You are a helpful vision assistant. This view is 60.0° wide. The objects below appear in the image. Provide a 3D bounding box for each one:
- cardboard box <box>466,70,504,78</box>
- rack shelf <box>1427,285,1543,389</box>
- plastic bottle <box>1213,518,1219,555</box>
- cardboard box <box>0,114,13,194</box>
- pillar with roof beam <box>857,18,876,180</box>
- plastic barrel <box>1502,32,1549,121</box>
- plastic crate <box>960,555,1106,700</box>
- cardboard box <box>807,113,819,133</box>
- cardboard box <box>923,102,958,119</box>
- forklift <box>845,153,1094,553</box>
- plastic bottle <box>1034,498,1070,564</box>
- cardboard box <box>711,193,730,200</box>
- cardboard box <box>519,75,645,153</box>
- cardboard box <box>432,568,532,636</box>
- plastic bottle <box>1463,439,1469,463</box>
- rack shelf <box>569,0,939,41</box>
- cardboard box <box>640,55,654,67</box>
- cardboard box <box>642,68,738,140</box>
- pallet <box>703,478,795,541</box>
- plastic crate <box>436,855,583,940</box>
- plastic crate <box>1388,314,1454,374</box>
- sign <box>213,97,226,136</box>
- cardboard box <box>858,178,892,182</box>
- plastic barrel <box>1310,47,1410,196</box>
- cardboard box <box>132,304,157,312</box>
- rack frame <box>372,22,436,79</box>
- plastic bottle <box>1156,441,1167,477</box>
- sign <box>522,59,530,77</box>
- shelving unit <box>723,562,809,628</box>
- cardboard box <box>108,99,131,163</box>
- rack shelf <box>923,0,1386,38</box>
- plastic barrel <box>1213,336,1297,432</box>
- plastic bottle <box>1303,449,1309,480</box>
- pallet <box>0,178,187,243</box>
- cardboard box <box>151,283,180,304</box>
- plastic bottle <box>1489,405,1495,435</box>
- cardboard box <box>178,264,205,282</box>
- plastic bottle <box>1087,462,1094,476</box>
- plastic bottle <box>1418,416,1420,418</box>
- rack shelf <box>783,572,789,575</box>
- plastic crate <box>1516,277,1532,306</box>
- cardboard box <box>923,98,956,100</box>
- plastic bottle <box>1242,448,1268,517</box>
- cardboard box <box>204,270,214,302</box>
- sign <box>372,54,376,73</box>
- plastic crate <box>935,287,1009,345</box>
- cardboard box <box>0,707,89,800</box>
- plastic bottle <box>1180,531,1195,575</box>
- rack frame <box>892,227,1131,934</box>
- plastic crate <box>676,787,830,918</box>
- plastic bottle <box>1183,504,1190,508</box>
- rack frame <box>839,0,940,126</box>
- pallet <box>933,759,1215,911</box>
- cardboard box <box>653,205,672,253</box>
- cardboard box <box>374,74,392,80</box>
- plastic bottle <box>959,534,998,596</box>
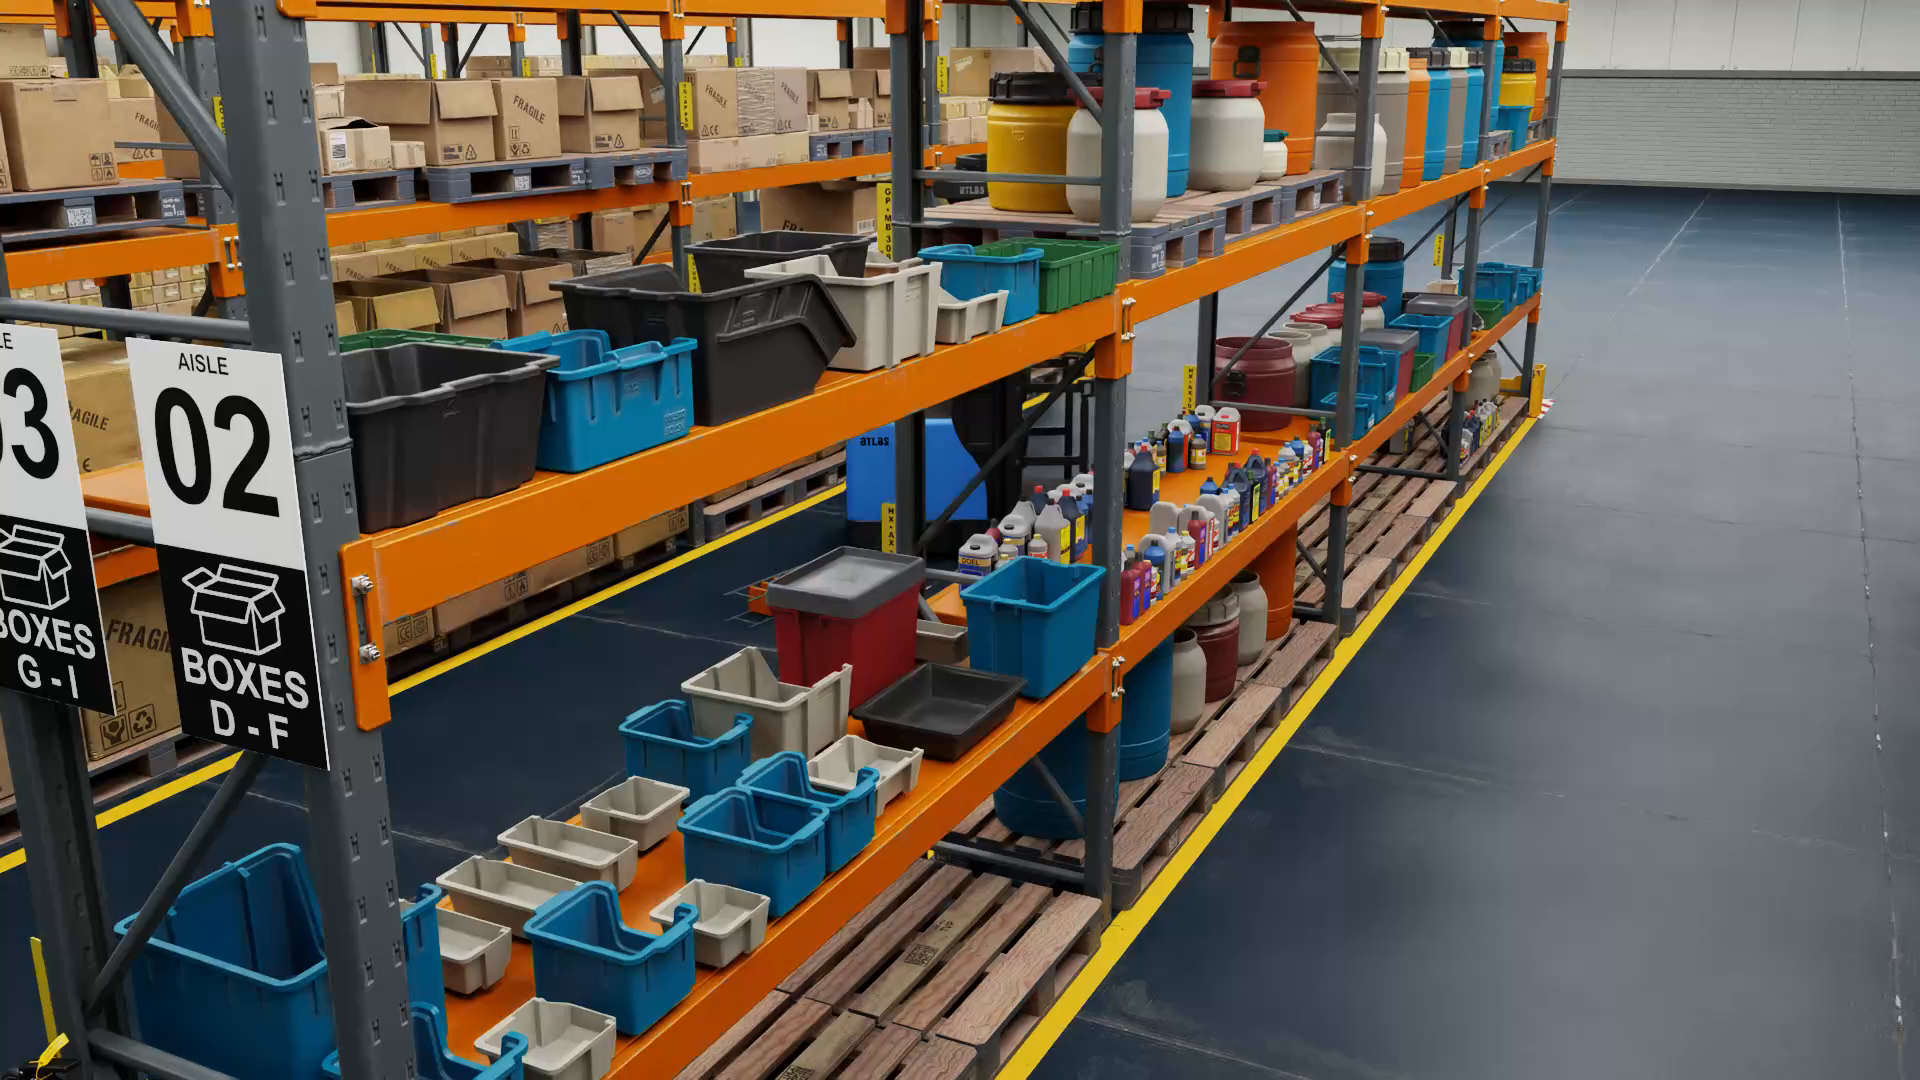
[{"bbox_3d":[-5.064,-5.040,18.284,0.500,0.250,0.500,8,18,25],"label":"cardboard box"},{"bbox_3d":[4.663,-2.002,15.759,1.077,0.370,4.000,8,18,25],"label":"rack shelf"},{"bbox_3d":[1.232,-0.035,8.224,0.097,0.201,0.097,0,17,0],"label":"plastic bottle"},{"bbox_3d":[-4.777,-1.821,7.530,0.700,0.500,0.500,9,19,28],"label":"cardboard box"},{"bbox_3d":[1.275,-13.756,43.534,9.100,9.000,0.400,8,18,25],"label":"pillar with roof beam"},{"bbox_3d":[5.453,-4.561,16.352,0.600,0.830,0.708,8,18,25],"label":"plastic barrel"},{"bbox_3d":[0.291,0.342,6.528,0.392,0.384,0.575,8,18,25],"label":"plastic crate"},{"bbox_3d":[-1.410,-3.504,13.958,0.380,0.166,0.250,8,18,24],"label":"cardboard box"},{"bbox_3d":[-0.241,-4.068,15.747,0.380,0.149,0.250,8,18,24],"label":"cardboard box"},{"bbox_3d":[0.630,-1.414,12.637,3.031,2.935,1.130,-1,17,-3],"label":"forklift"},{"bbox_3d":[0.441,-0.033,7.954,0.144,0.351,0.185,8,18,25],"label":"plastic bottle"},{"bbox_3d":[-3.467,-4.643,21.227,0.875,0.550,0.550,8,18,25],"label":"cardboard box"},{"bbox_3d":[-2.658,-2.972,11.577,0.797,0.503,0.637,9,19,29],"label":"cardboard box"},{"bbox_3d":[-3.570,-0.005,10.769,1.225,0.875,0.875,7,18,23],"label":"cardboard box"},{"bbox_3d":[4.394,-0.784,14.537,0.097,0.201,0.097,0,17,0],"label":"plastic bottle"},{"bbox_3d":[-1.556,-4.297,13.653,1.077,0.370,4.000,8,18,25],"label":"rack shelf"},{"bbox_3d":[-3.795,-5.574,19.383,0.380,0.149,0.250,8,18,26],"label":"cardboard box"},{"bbox_3d":[-2.009,-3.261,12.413,0.500,0.500,0.500,8,18,26],"label":"cardboard box"},{"bbox_3d":[-2.099,-0.310,13.699,1.003,0.211,1.213,8,18,25],"label":"pallet"},{"bbox_3d":[-1.248,1.015,4.698,0.396,0.136,0.243,8,18,25],"label":"plastic crate"},{"bbox_3d":[3.554,-1.509,12.864,0.392,0.384,0.575,8,18,25],"label":"plastic crate"},{"bbox_3d":[-3.740,-2.083,8.453,0.100,0.325,0.005,8,18,25],"label":"sign"},{"bbox_3d":[-0.707,-3.287,16.367,0.500,0.500,0.500,8,18,25],"label":"cardboard box"},{"bbox_3d":[2.543,-2.678,10.623,0.600,0.901,0.600,0,17,0],"label":"plastic barrel"},{"bbox_3d":[-6.878,-1.873,13.767,0.380,0.149,0.250,8,19,26],"label":"cardboard box"},{"bbox_3d":[-7.740,-7.623,22.884,1.000,3.000,0.127,8,18,25],"label":"rack frame"},{"bbox_3d":[1.156,-0.476,9.707,0.097,0.201,0.097,0,17,0],"label":"plastic bottle"},{"bbox_3d":[-4.564,-4.894,17.504,0.100,0.325,0.005,8,18,25],"label":"sign"},{"bbox_3d":[-1.139,0.334,11.557,0.258,0.189,1.200,12,20,34],"label":"shelving unit"},{"bbox_3d":[-7.081,-3.284,13.369,0.500,0.500,0.500,8,18,25],"label":"cardboard box"},{"bbox_3d":[1.088,-2.648,8.101,1.077,0.370,4.000,8,18,25],"label":"rack shelf"},{"bbox_3d":[1.918,-1.040,11.019,0.600,0.536,0.708,8,18,25],"label":"plastic barrel"},{"bbox_3d":[1.968,-0.455,9.637,0.097,0.201,0.097,0,17,0],"label":"plastic bottle"},{"bbox_3d":[-4.612,-1.618,8.090,1.003,0.211,1.213,8,18,25],"label":"pallet"},{"bbox_3d":[-6.773,-2.077,13.929,0.380,0.149,0.250,9,19,27],"label":"cardboard box"},{"bbox_3d":[4.929,-1.141,15.610,0.152,0.276,0.135,8,18,24],"label":"plastic bottle"},{"bbox_3d":[-6.650,-2.288,14.118,0.380,0.149,0.250,7,18,23],"label":"cardboard box"},{"bbox_3d":[0.696,-0.264,8.851,0.061,0.283,0.133,8,18,25],"label":"plastic bottle"},{"bbox_3d":[4.467,-1.337,16.276,0.097,0.271,0.097,0,17,0],"label":"plastic bottle"},{"bbox_3d":[-1.114,0.323,11.592,0.258,0.180,0.103,12,20,34],"label":"rack shelf"},{"bbox_3d":[5.305,-2.454,16.281,0.499,0.251,0.408,8,18,25],"label":"plastic crate"},{"bbox_3d":[-0.258,-4.405,16.882,0.380,0.149,0.250,9,19,27],"label":"cardboard box"},{"bbox_3d":[1.563,-0.311,8.889,0.144,0.351,0.185,8,18,25],"label":"plastic bottle"},{"bbox_3d":[-6.881,-2.302,15.331,0.500,0.500,0.500,8,18,25],"label":"cardboard box"},{"bbox_3d":[-8.226,-6.673,23.419,0.100,0.325,0.005,8,18,25],"label":"sign"},{"bbox_3d":[-0.034,-0.738,5.437,0.293,0.136,0.466,8,18,25],"label":"plastic crate"},{"bbox_3d":[-5.005,0.775,8.141,0.875,0.875,0.875,8,18,25],"label":"cardboard box"},{"bbox_3d":[1.069,0.058,7.911,0.097,0.201,0.097,0,17,0],"label":"plastic bottle"},{"bbox_3d":[0.194,0.201,7.080,1.000,3.000,0.127,8,18,25],"label":"rack frame"},{"bbox_3d":[-0.600,0.915,4.865,0.416,0.233,0.300,8,18,25],"label":"plastic crate"},{"bbox_3d":[1.139,-0.080,8.373,0.097,0.201,0.097,0,17,0],"label":"plastic bottle"},{"bbox_3d":[-0.662,-5.343,15.208,1.000,3.000,0.127,8,18,25],"label":"rack frame"},{"bbox_3d":[0.576,1.346,8.121,1.003,0.211,1.213,8,18,25],"label":"pallet"},{"bbox_3d":[-3.981,-3.845,20.438,0.875,0.550,0.550,8,18,25],"label":"cardboard box"},{"bbox_3d":[-7.875,-6.195,22.385,0.380,0.149,0.250,8,18,25],"label":"cardboard box"},{"bbox_3d":[0.081,0.119,7.574,0.152,0.276,0.135,8,18,25],"label":"plastic bottle"}]
